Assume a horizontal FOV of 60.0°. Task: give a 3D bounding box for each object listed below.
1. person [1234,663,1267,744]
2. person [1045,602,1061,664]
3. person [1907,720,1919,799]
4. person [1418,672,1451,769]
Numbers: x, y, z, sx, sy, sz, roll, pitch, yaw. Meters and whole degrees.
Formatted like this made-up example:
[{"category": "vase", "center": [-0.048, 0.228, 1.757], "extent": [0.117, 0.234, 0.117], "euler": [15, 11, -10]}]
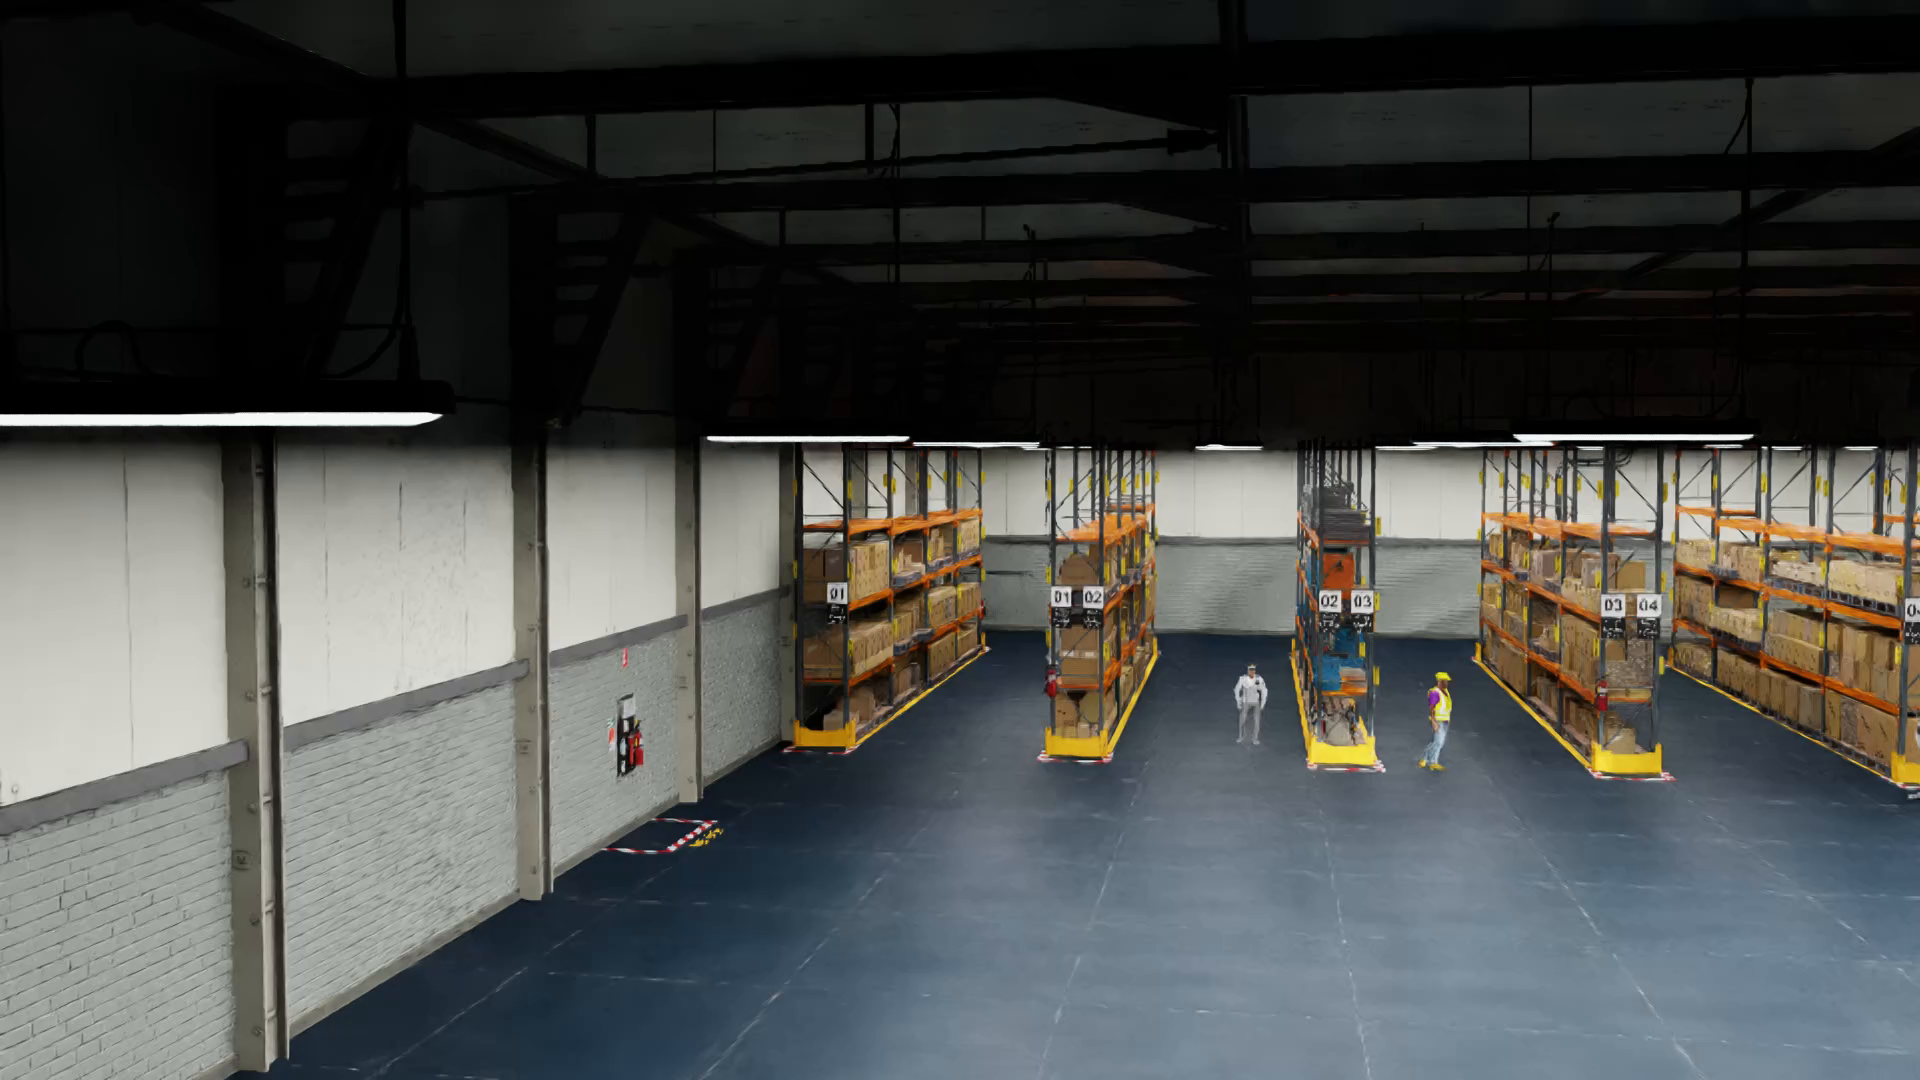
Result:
[{"category": "person", "center": [5.689, 3.191, 32.557], "extent": [0.639, 1.632, 0.496], "euler": [0, 3, 8]}, {"category": "person", "center": [2.498, 2.516, 44.846], "extent": [0.435, 1.671, 0.492], "euler": [-1, 3, -16]}, {"category": "person", "center": [15.785, 3.401, 27.092], "extent": [0.517, 1.743, 0.687], "euler": [1, 3, 21]}, {"category": "person", "center": [8.554, 3.244, 29.931], "extent": [0.463, 1.761, 0.720], "euler": [3, 4, 43]}]
